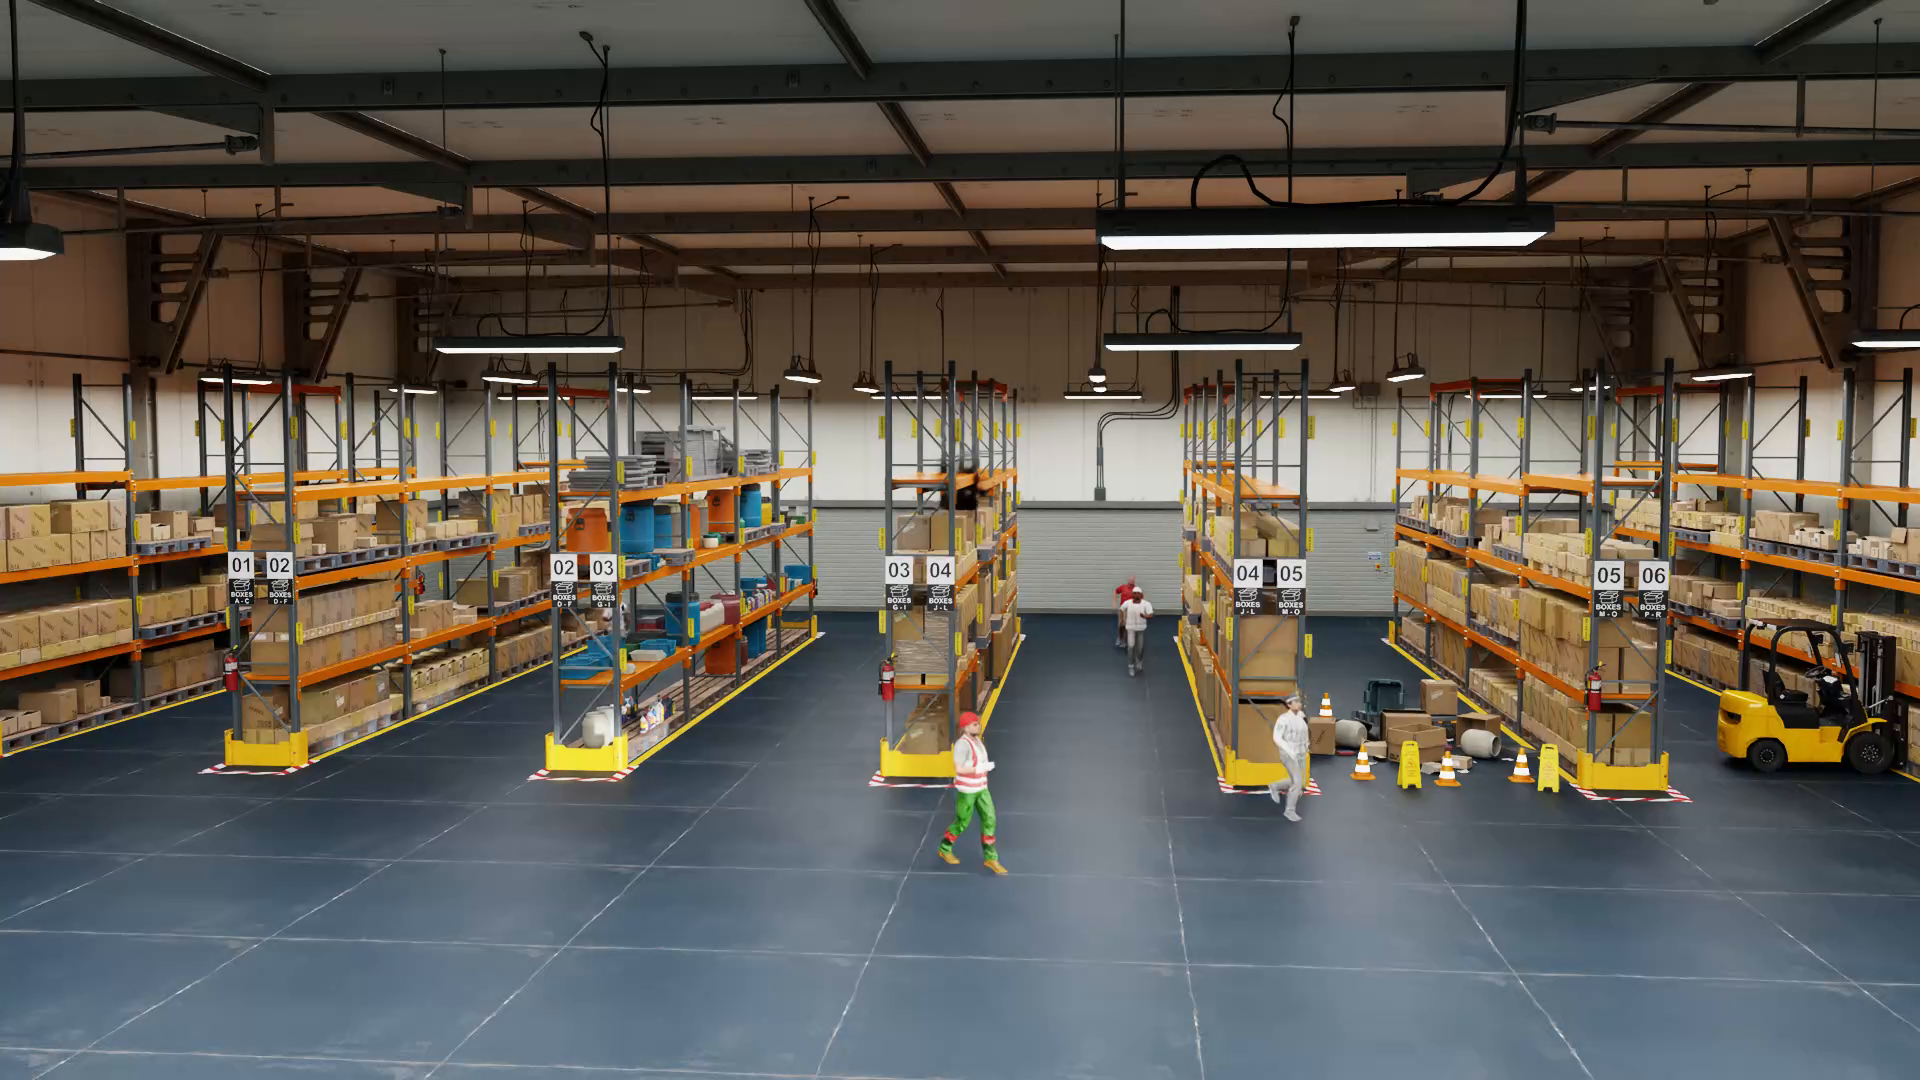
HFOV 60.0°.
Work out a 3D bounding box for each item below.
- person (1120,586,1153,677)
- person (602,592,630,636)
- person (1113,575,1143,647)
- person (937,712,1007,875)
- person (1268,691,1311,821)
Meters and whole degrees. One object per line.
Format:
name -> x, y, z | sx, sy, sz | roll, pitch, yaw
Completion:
person -> 3.627, 1.853, 34.206 | 0.686, 1.802, 0.876 | 0, 4, 5
person -> -7.080, 1.884, 34.277 | 0.574, 1.721, 0.883 | -1, 4, -8
person -> 3.880, 1.643, 38.317 | 0.692, 1.669, 0.624 | 0, 4, 2
person -> 0.115, 2.852, 18.830 | 0.857, 1.828, 0.644 | 3, 5, 34
person -> 4.254, 2.768, 21.544 | 0.635, 1.684, 0.598 | -3, 5, -39
